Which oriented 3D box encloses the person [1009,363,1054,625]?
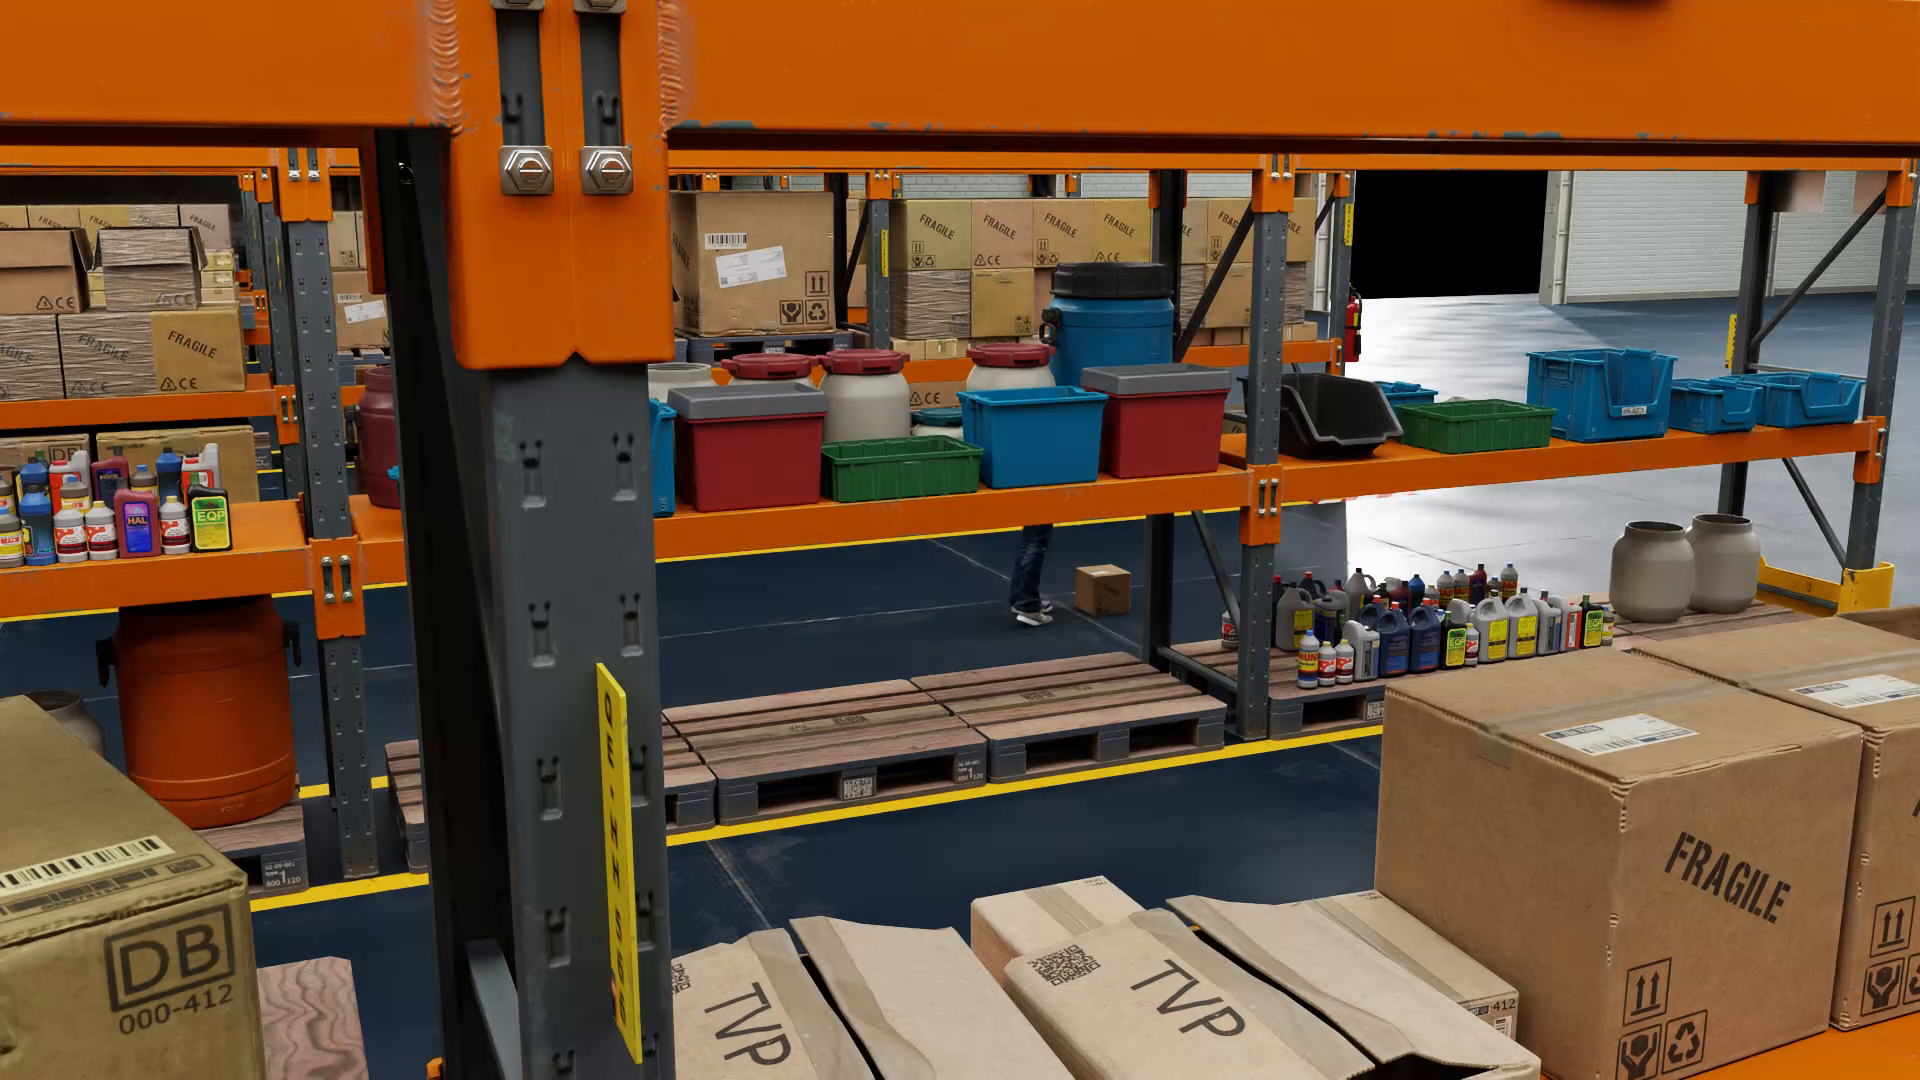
[{"bbox_3d":[0.437,-0.291,9.931,0.349,1.616,0.409,-5,13,-21],"label":"person"}]
